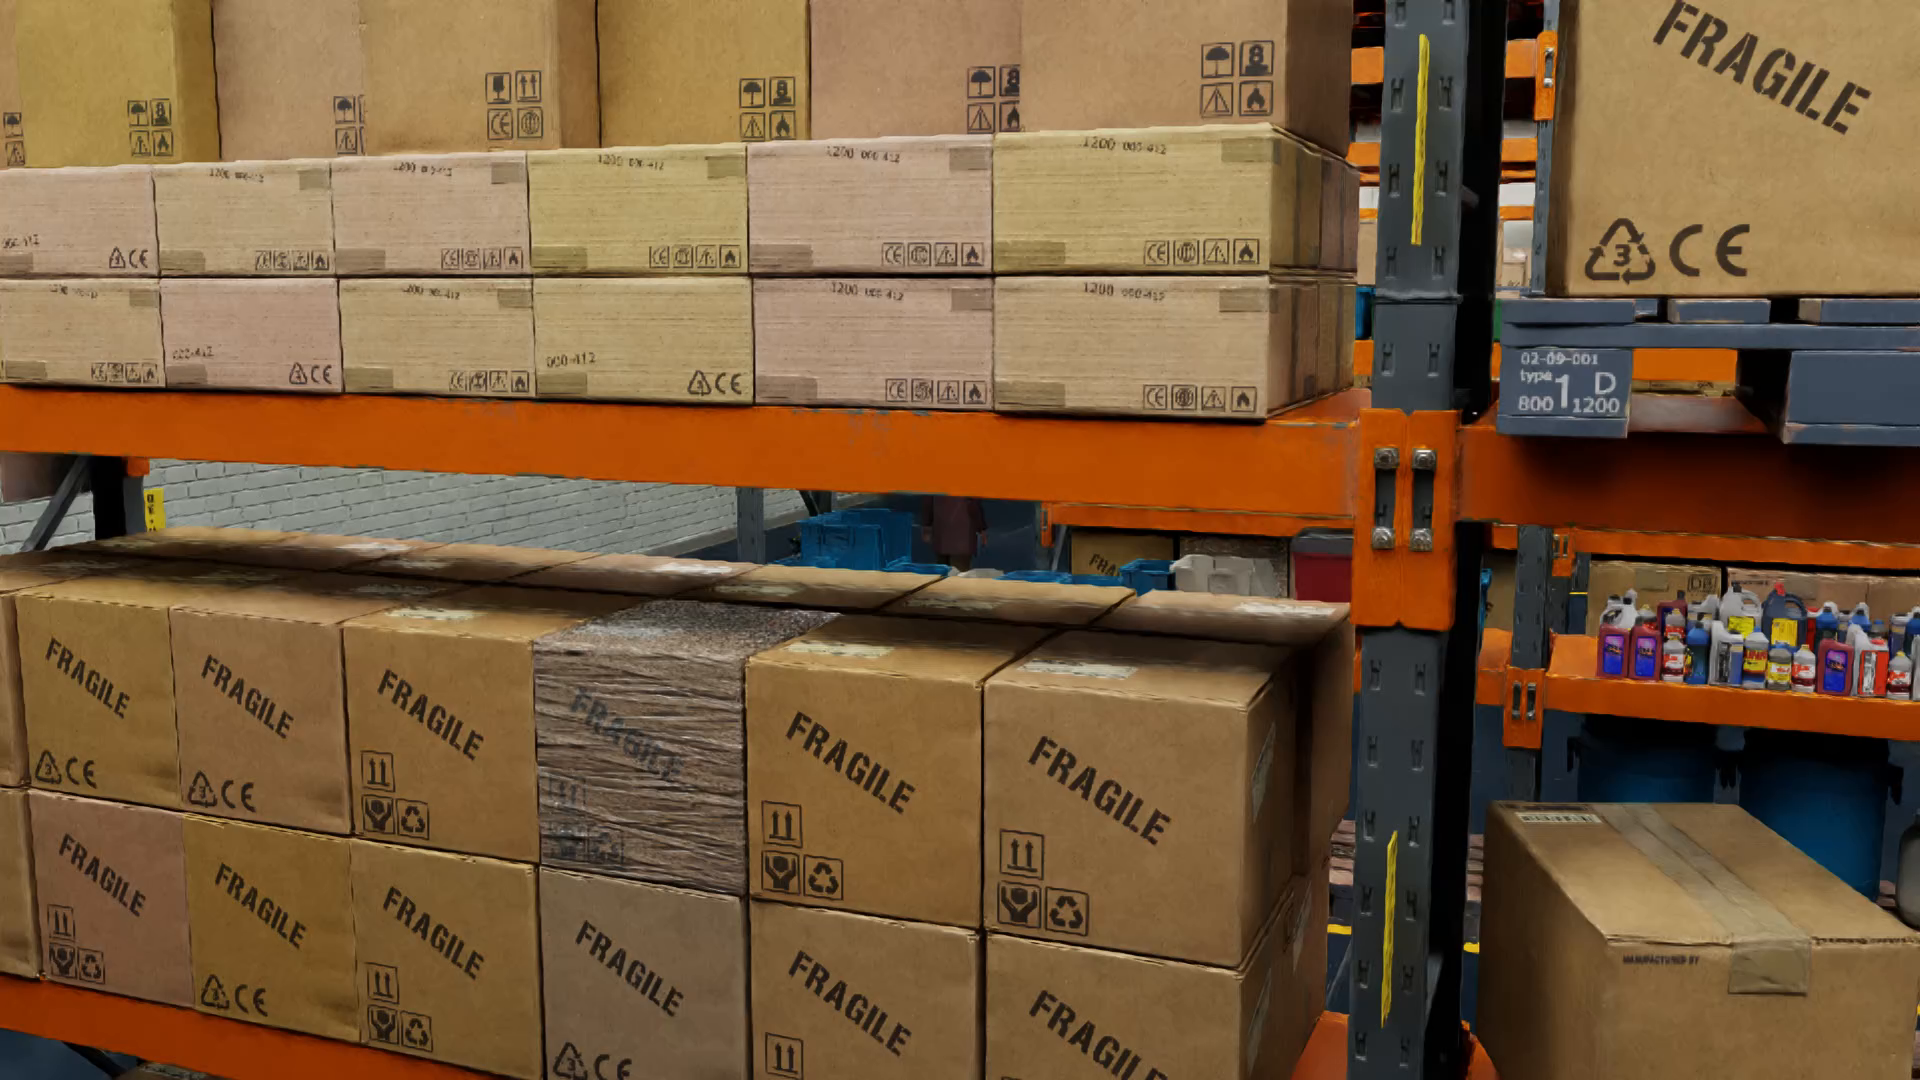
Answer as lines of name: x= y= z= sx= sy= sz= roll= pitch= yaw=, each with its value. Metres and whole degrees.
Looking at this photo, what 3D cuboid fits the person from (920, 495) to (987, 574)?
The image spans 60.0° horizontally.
person: x=-0.048 y=-0.089 z=14.839 sx=0.718 sy=1.785 sz=0.431 roll=8 pitch=12 yaw=43
